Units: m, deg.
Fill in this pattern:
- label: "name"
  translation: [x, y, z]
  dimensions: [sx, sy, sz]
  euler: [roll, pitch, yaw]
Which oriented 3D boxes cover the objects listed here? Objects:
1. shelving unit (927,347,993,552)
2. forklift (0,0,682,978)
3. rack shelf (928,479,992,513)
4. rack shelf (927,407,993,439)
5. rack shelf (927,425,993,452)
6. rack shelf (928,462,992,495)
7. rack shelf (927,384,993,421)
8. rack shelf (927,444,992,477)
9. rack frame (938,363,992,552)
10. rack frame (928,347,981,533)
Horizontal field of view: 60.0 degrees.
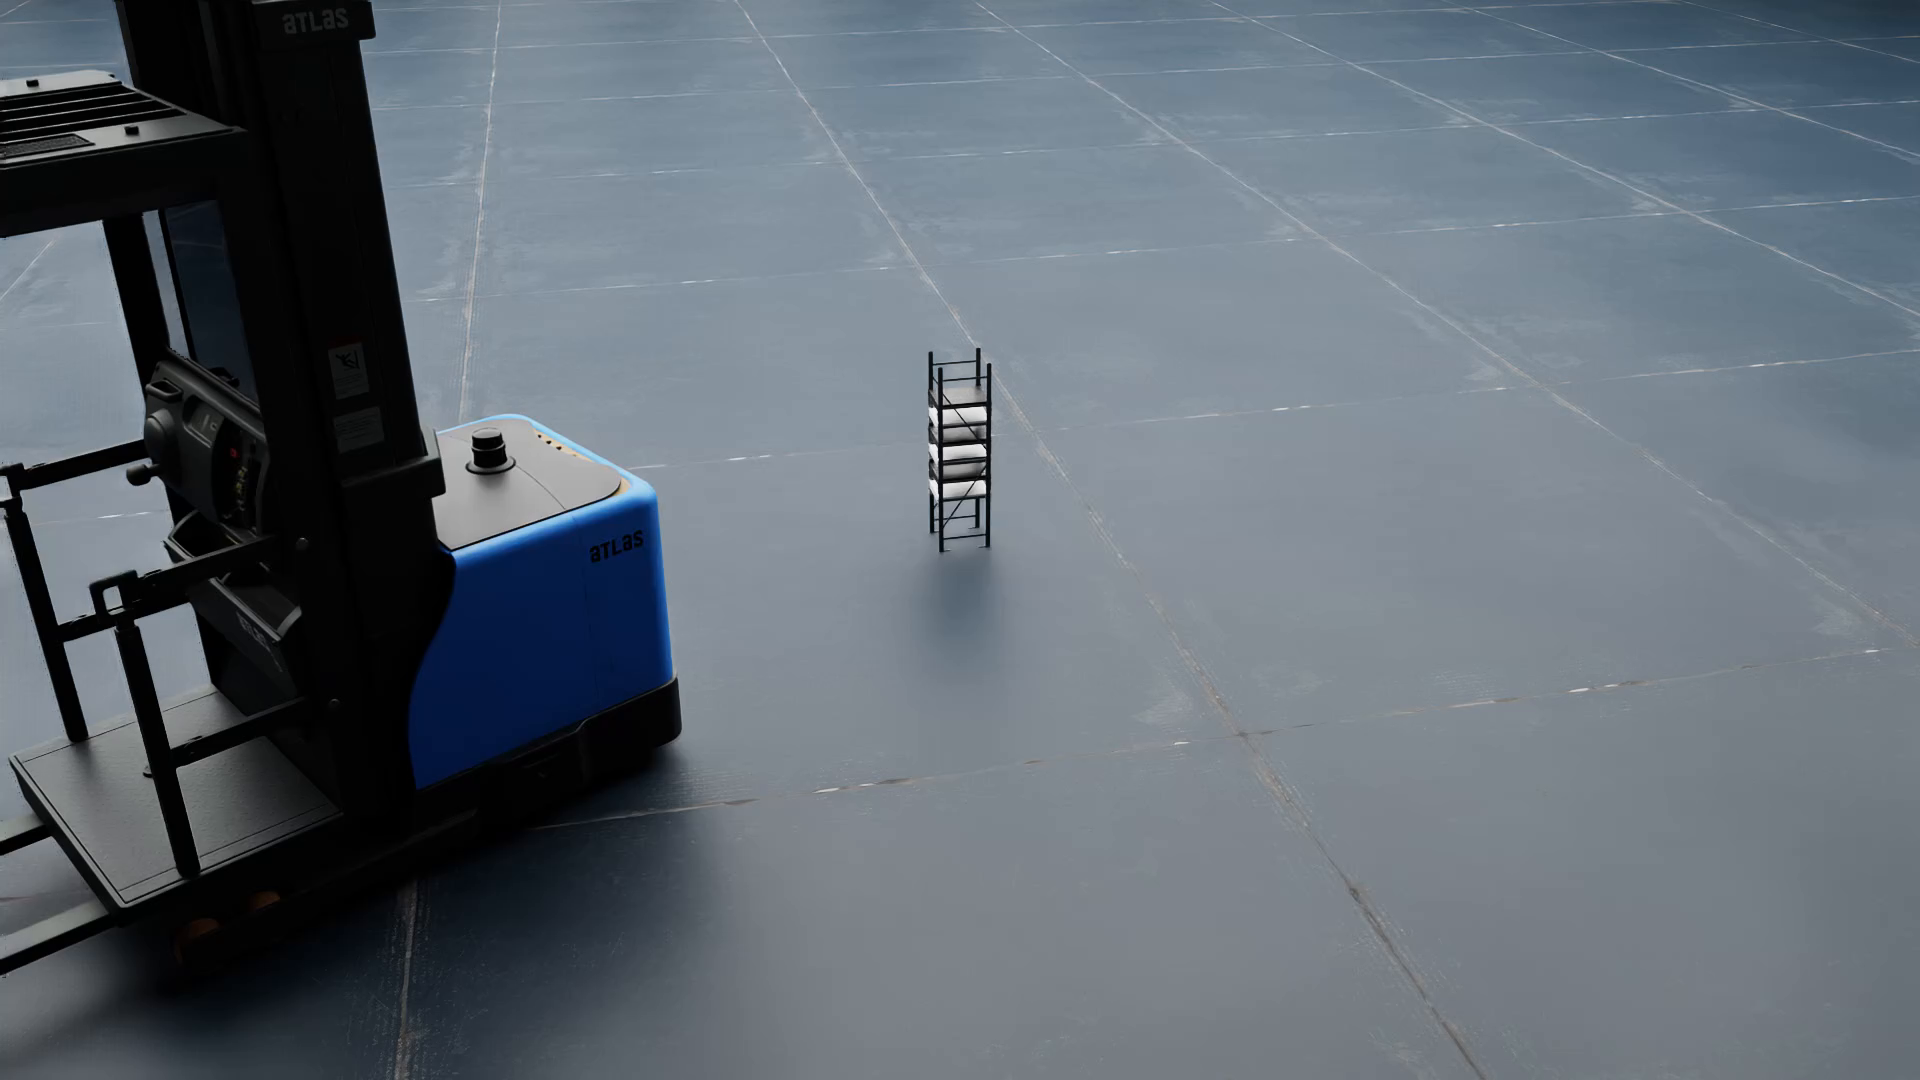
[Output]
- label: "shelving unit"
  translation: [-0.002, -0.405, 7.554]
  dimensions: [0.258, 0.900, 0.210]
  euler: [-6, 27, -12]
- label: "forklift"
  translation: [-2.456, -0.240, 4.972]
  dimensions: [3.031, 2.935, 1.130]
  euler: [-23, 35, -38]
- label: "rack shelf"
  translation: [-0.002, -0.215, 7.650]
  dimensions: [0.258, 0.077, 0.200]
  euler: [-6, 27, -12]
- label: "rack shelf"
  translation: [-0.002, -0.536, 7.488]
  dimensions: [0.258, 0.077, 0.200]
  euler: [-6, 27, -12]
- label: "rack shelf"
  translation: [-0.002, -0.456, 7.529]
  dimensions: [0.258, 0.077, 0.200]
  euler: [-6, 27, -12]
- label: "rack shelf"
  translation: [-0.002, -0.295, 7.610]
  dimensions: [0.258, 0.077, 0.200]
  euler: [-6, 27, -12]
- label: "rack shelf"
  translation: [-0.002, -0.617, 7.448]
  dimensions: [0.258, 0.077, 0.200]
  euler: [-6, 27, -12]
- label: "rack shelf"
  translation: [-0.002, -0.376, 7.569]
  dimensions: [0.258, 0.077, 0.200]
  euler: [-6, 27, -12]
- label: "rack frame"
  translation: [0.021, -0.361, 7.466]
  dimensions: [0.240, 0.900, 0.006]
  euler: [-6, 27, -12]
- label: "rack frame"
  translation: [-0.025, -0.450, 7.643]
  dimensions: [0.240, 0.900, 0.006]
  euler: [-6, 27, -12]
